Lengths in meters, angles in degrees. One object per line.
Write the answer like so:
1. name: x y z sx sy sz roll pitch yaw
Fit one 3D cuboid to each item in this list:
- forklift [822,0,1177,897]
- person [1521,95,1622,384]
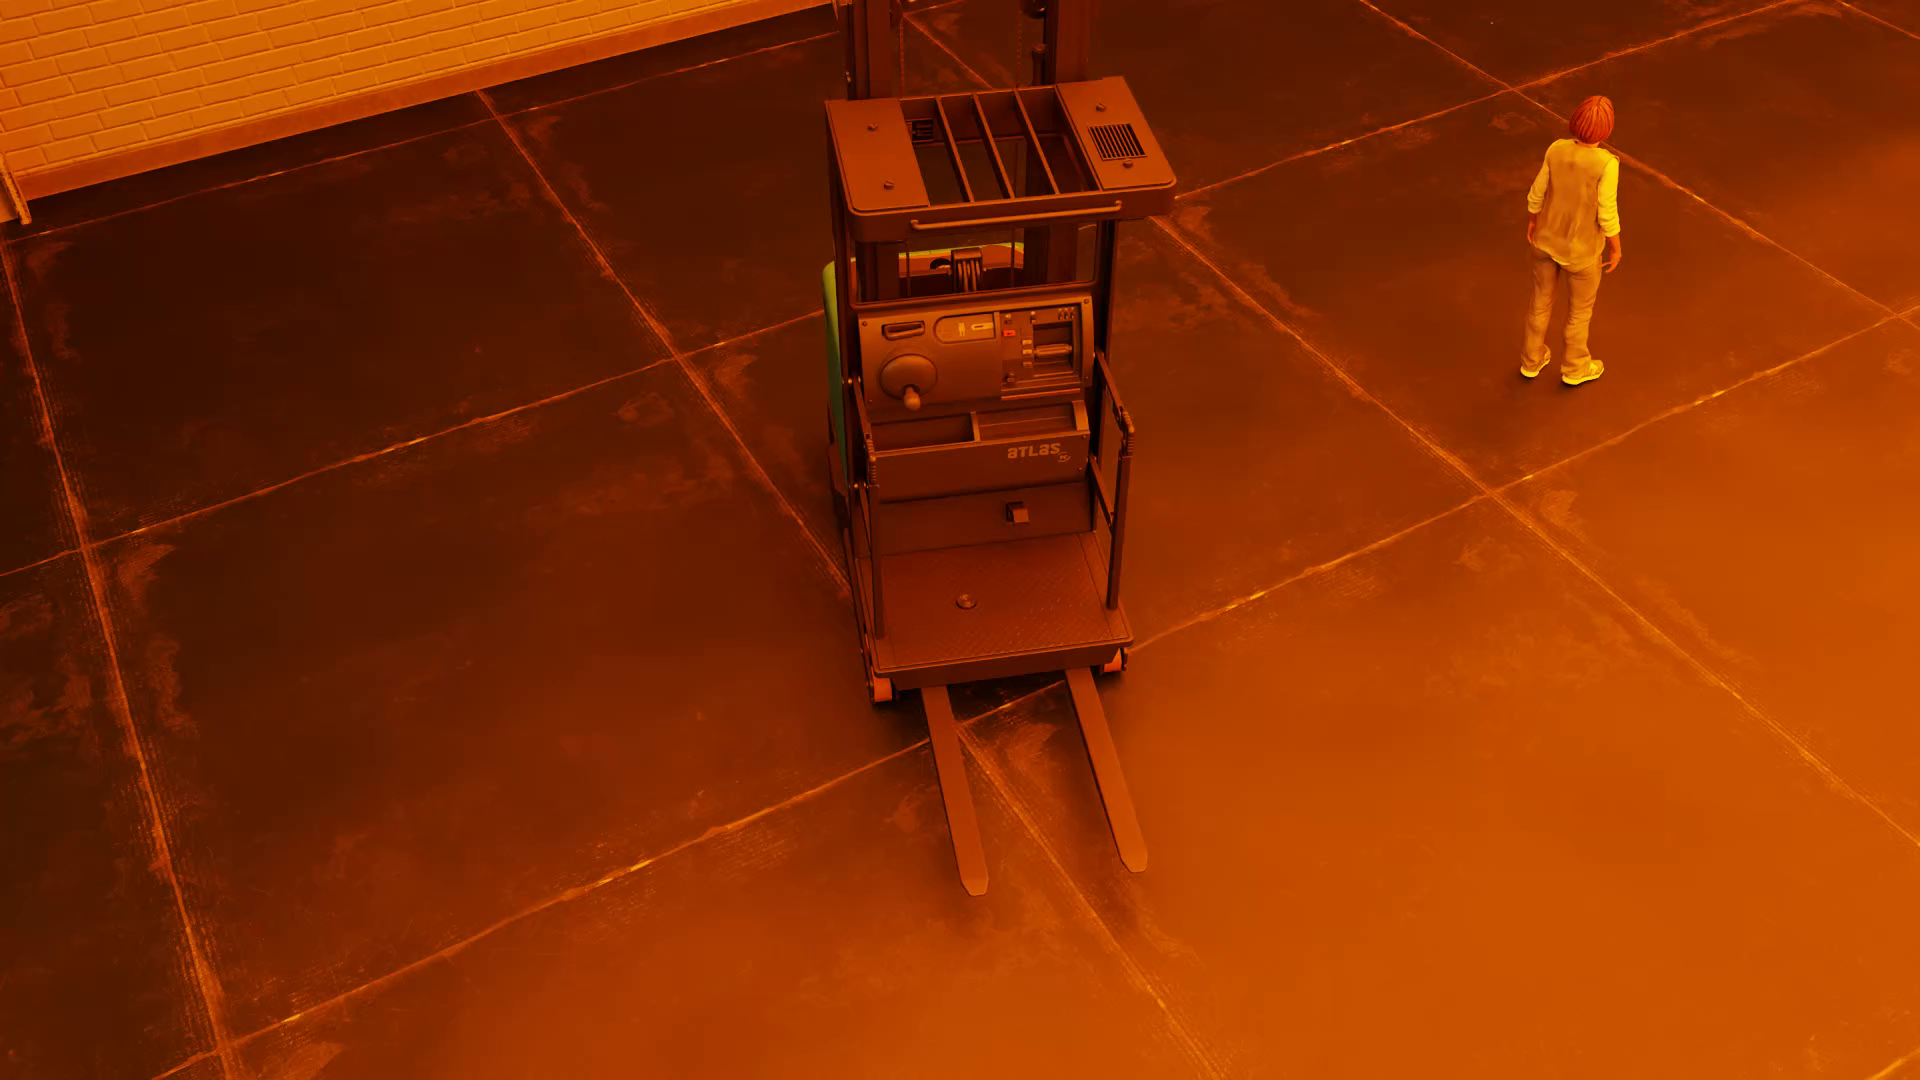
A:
1. forklift: 0.107 -0.654 6.403 1.130 2.935 3.031 -7 43 -7
2. person: 3.074 -1.493 8.278 0.474 1.598 0.519 -33 52 -30
